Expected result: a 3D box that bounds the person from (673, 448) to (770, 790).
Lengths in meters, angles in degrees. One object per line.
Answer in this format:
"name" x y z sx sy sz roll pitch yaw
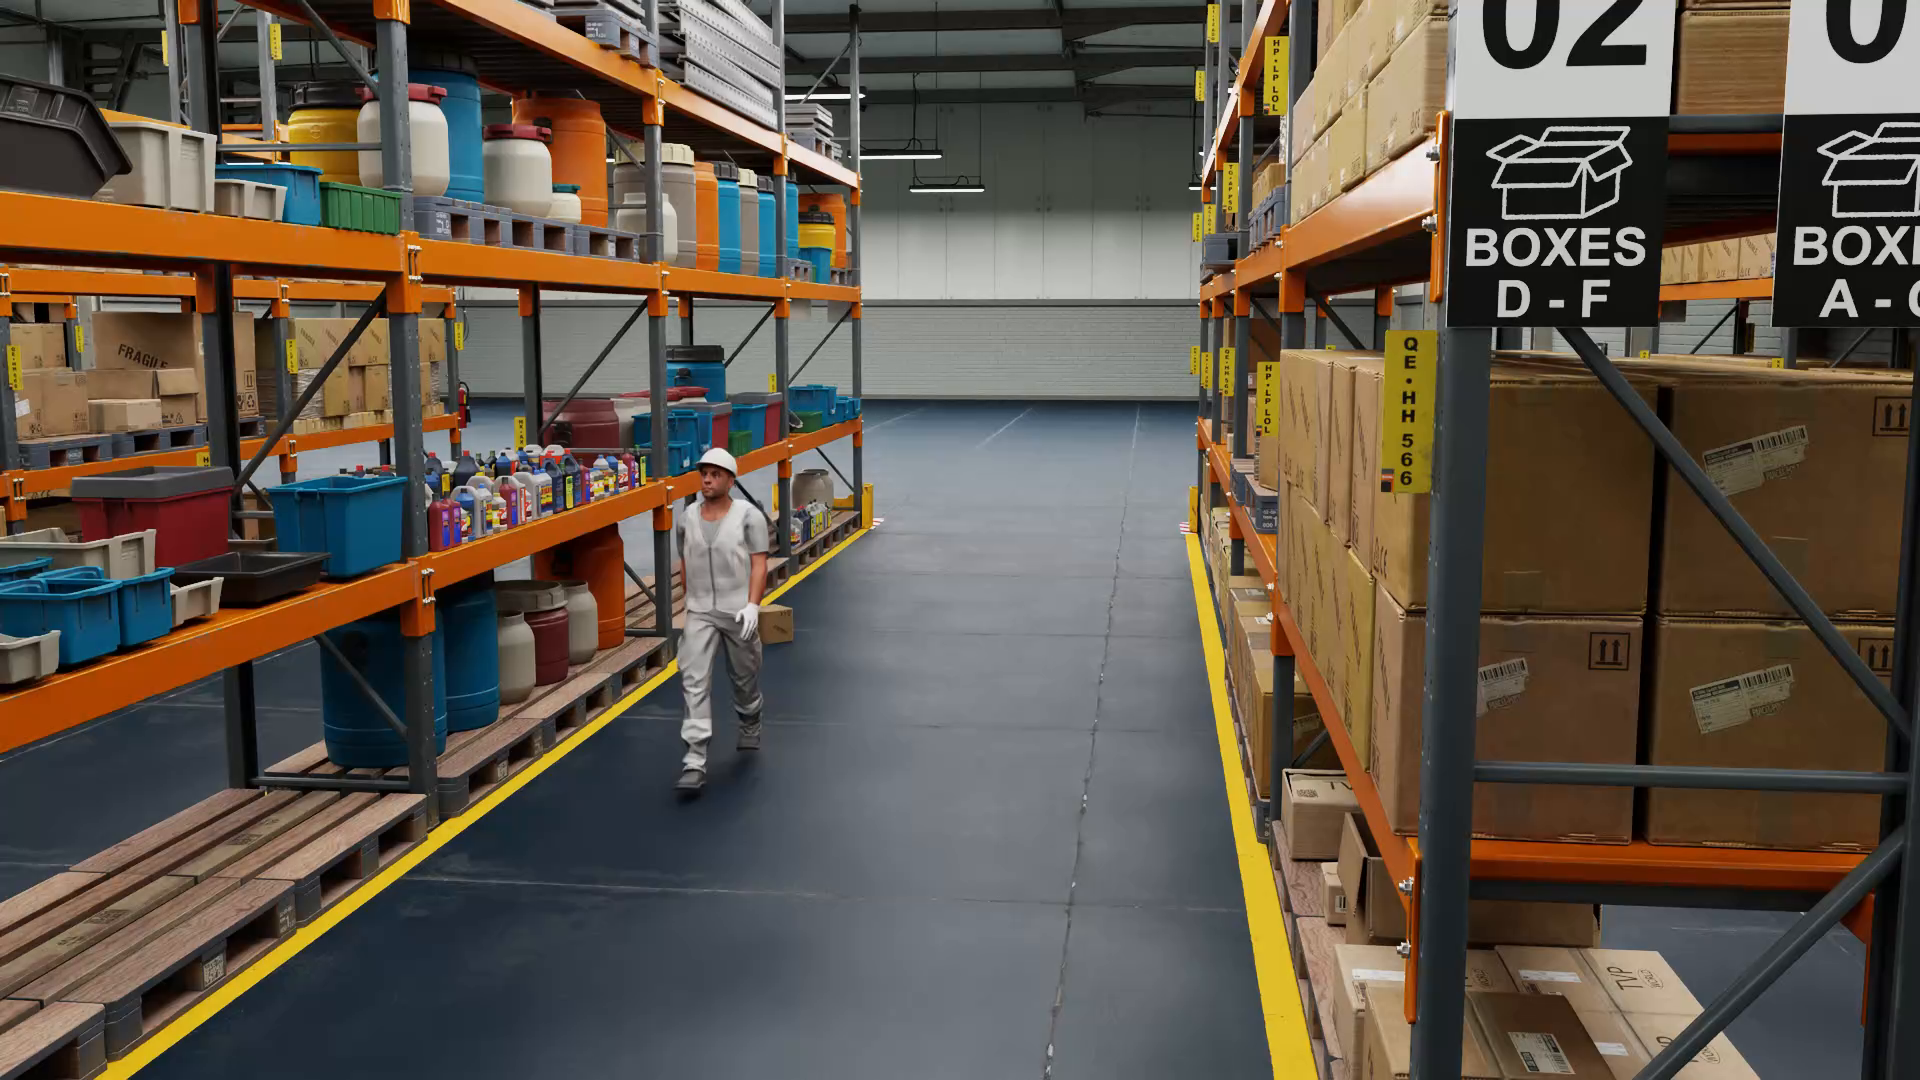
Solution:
"person" -1.264 0.390 8.760 0.524 1.741 1.058 1 8 5
